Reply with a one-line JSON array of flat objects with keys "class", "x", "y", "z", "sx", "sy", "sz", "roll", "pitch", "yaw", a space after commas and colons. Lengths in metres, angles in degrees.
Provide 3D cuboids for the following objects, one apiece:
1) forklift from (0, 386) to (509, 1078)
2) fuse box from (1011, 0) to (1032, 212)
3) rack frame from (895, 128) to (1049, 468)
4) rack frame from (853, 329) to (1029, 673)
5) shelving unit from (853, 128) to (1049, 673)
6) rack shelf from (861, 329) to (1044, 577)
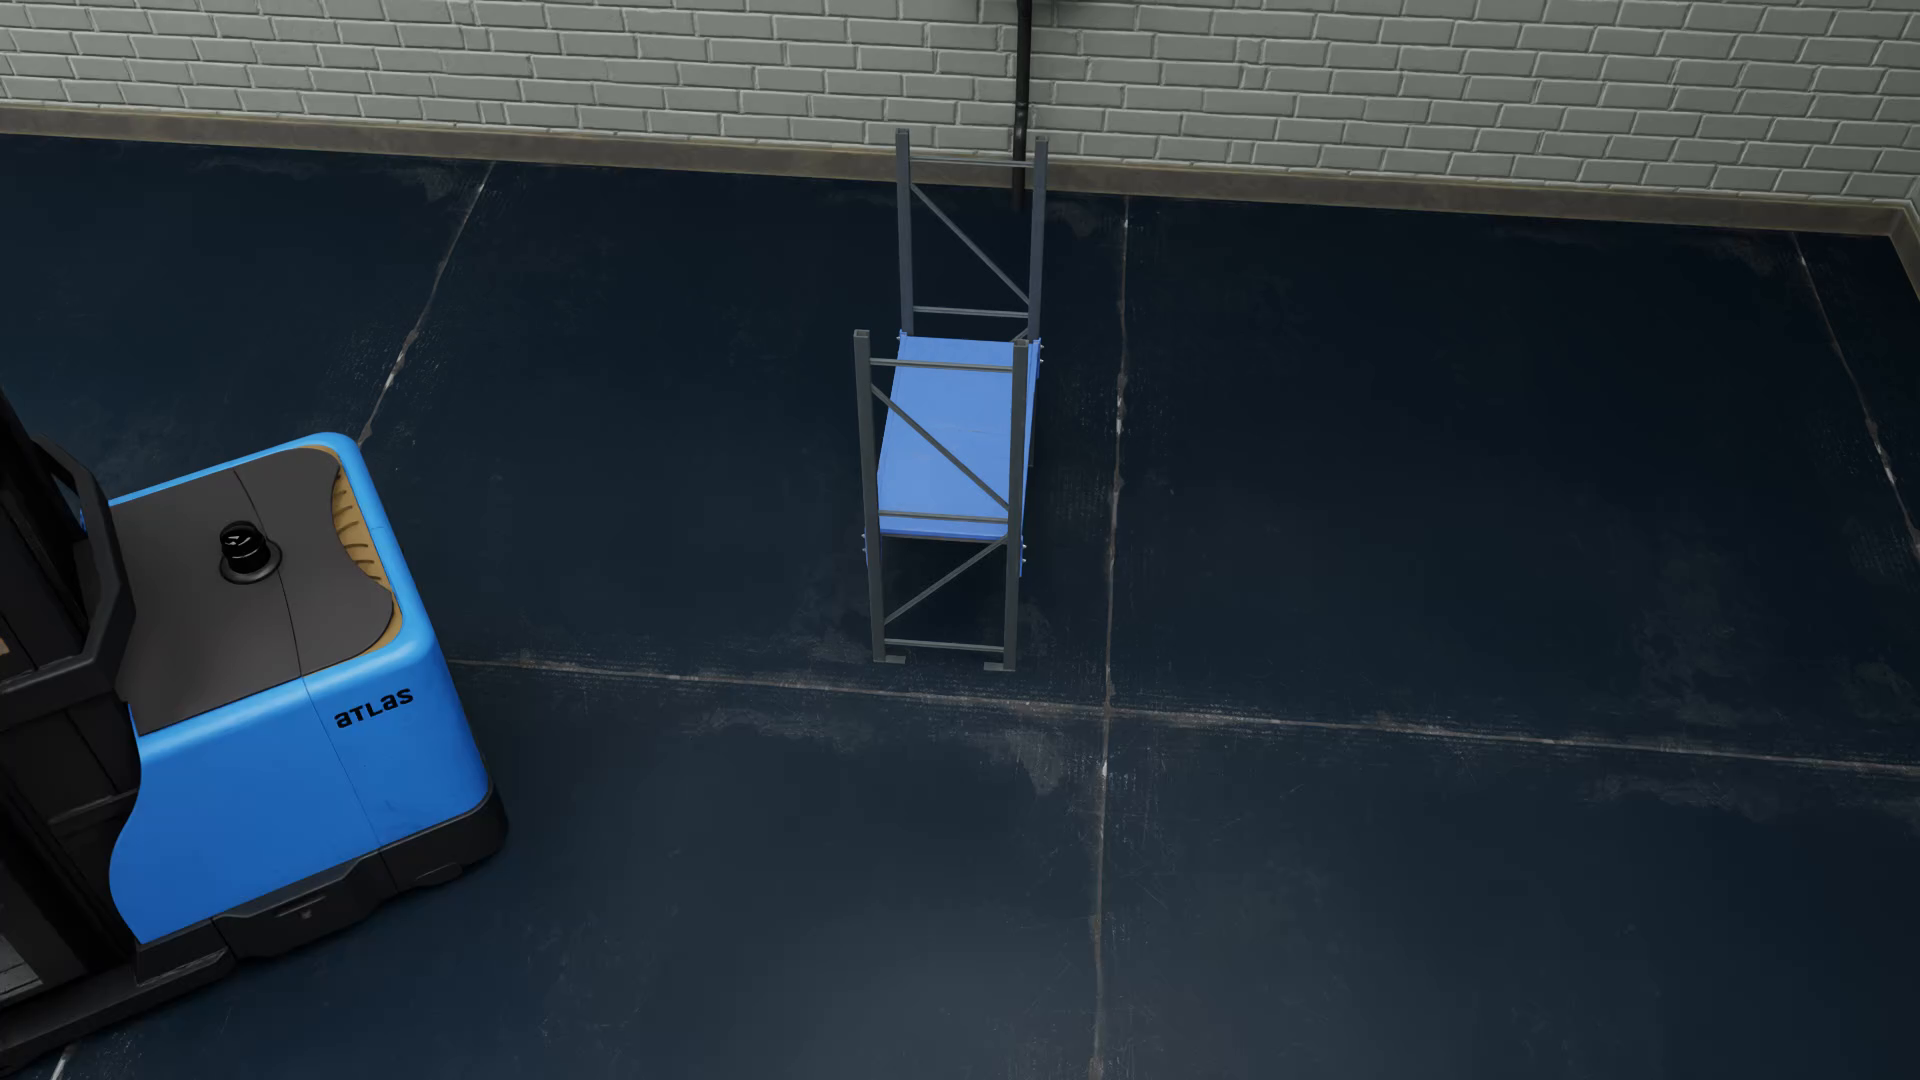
[{"class": "forklift", "x": -2.986, "y": 0.206, "z": 4.075, "sx": 3.031, "sy": 2.935, "sz": 1.130, "roll": -21, "pitch": 51, "yaw": -19}, {"class": "fuse box", "x": 0.289, "y": -2.080, "z": 6.993, "sx": 0.539, "sy": 1.711, "sz": 0.414, "roll": 4, "pitch": 48, "yaw": 4}, {"class": "rack frame", "x": 0.039, "y": -0.817, "z": 5.981, "sx": 0.500, "sy": 1.500, "sz": 0.032, "roll": 4, "pitch": 48, "yaw": 4}, {"class": "rack frame", "x": -0.054, "y": -0.070, "z": 5.298, "sx": 0.500, "sy": 1.500, "sz": 0.032, "roll": 4, "pitch": 48, "yaw": 4}, {"class": "shelving unit", "x": -0.008, "y": -0.443, "z": 5.639, "sx": 0.538, "sy": 1.500, "sz": 1.048, "roll": 4, "pitch": 48, "yaw": 4}, {"class": "rack shelf", "x": -0.008, "y": -0.322, "z": 5.772, "sx": 0.538, "sy": 0.185, "sz": 1.000, "roll": 4, "pitch": 48, "yaw": 4}]
